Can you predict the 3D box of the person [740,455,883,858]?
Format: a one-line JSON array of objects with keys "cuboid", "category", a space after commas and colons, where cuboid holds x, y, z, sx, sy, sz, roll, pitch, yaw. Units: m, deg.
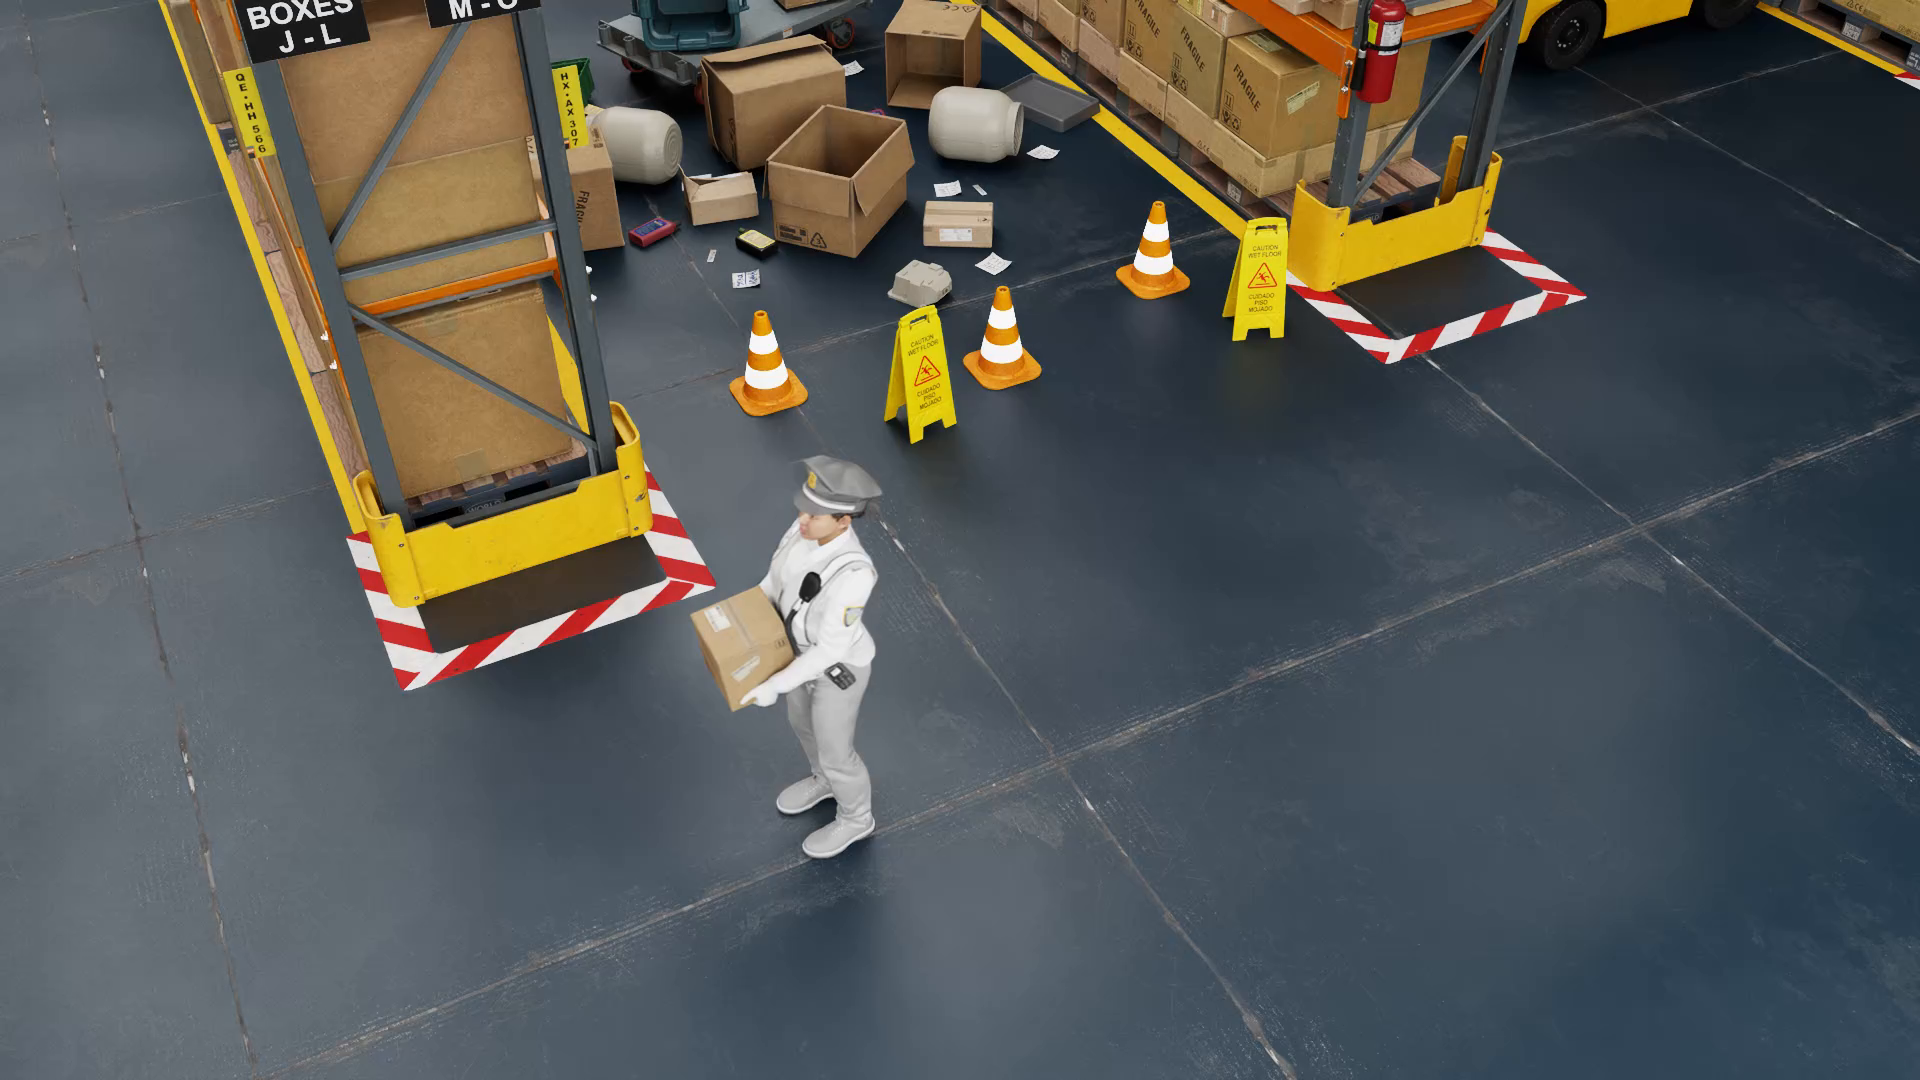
[{"cuboid": [-0.526, 0.424, 5.660, 0.563, 1.686, 0.460, -19, 45, -20], "category": "person"}]
